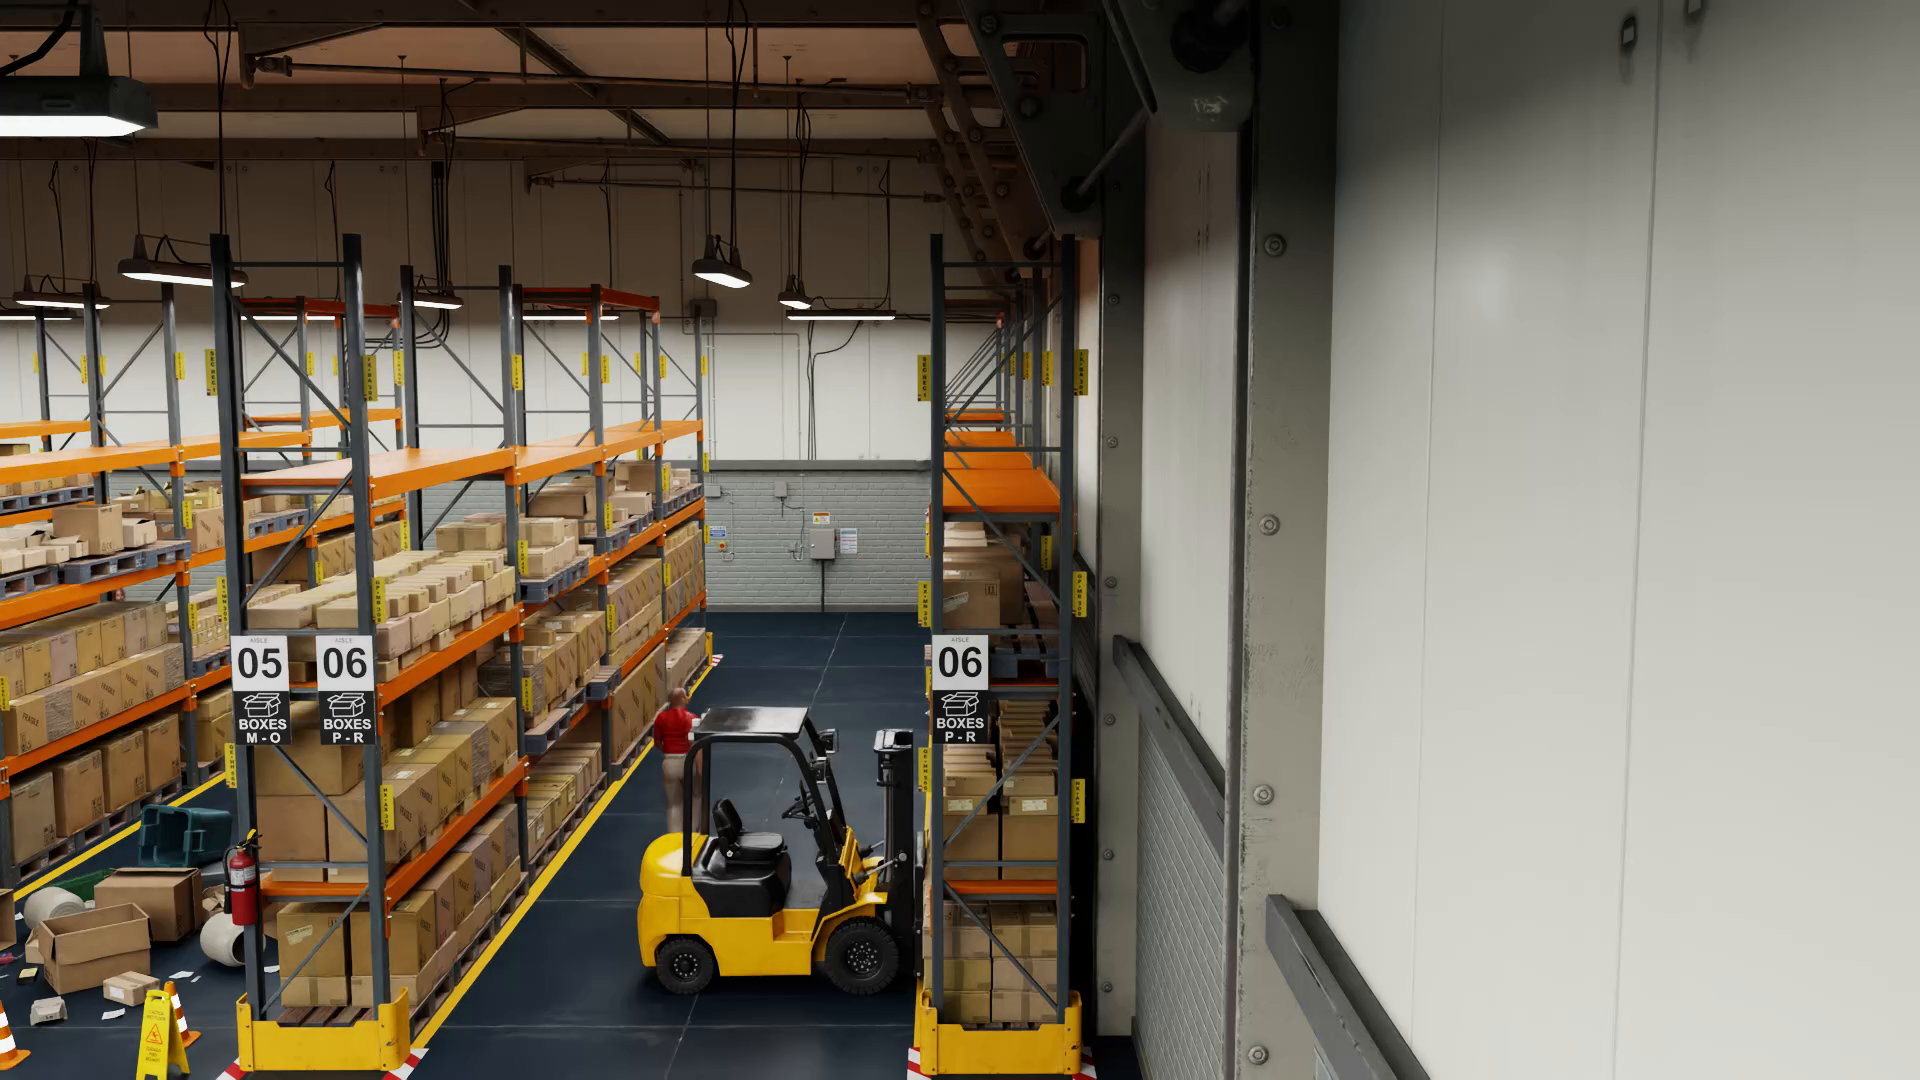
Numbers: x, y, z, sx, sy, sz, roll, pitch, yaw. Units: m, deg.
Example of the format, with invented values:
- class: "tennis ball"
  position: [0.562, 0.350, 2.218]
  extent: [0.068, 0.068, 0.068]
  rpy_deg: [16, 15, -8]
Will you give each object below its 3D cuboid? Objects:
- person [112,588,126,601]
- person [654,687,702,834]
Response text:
- class: "person"
  position: [-12.947, 1.537, 25.721]
  extent: [0.317, 1.620, 0.430]
  rpy_deg: [1, 6, 10]
- class: "person"
  position: [-2.865, 2.380, 17.025]
  extent: [0.556, 1.768, 0.799]
  rpy_deg: [0, 6, -2]
